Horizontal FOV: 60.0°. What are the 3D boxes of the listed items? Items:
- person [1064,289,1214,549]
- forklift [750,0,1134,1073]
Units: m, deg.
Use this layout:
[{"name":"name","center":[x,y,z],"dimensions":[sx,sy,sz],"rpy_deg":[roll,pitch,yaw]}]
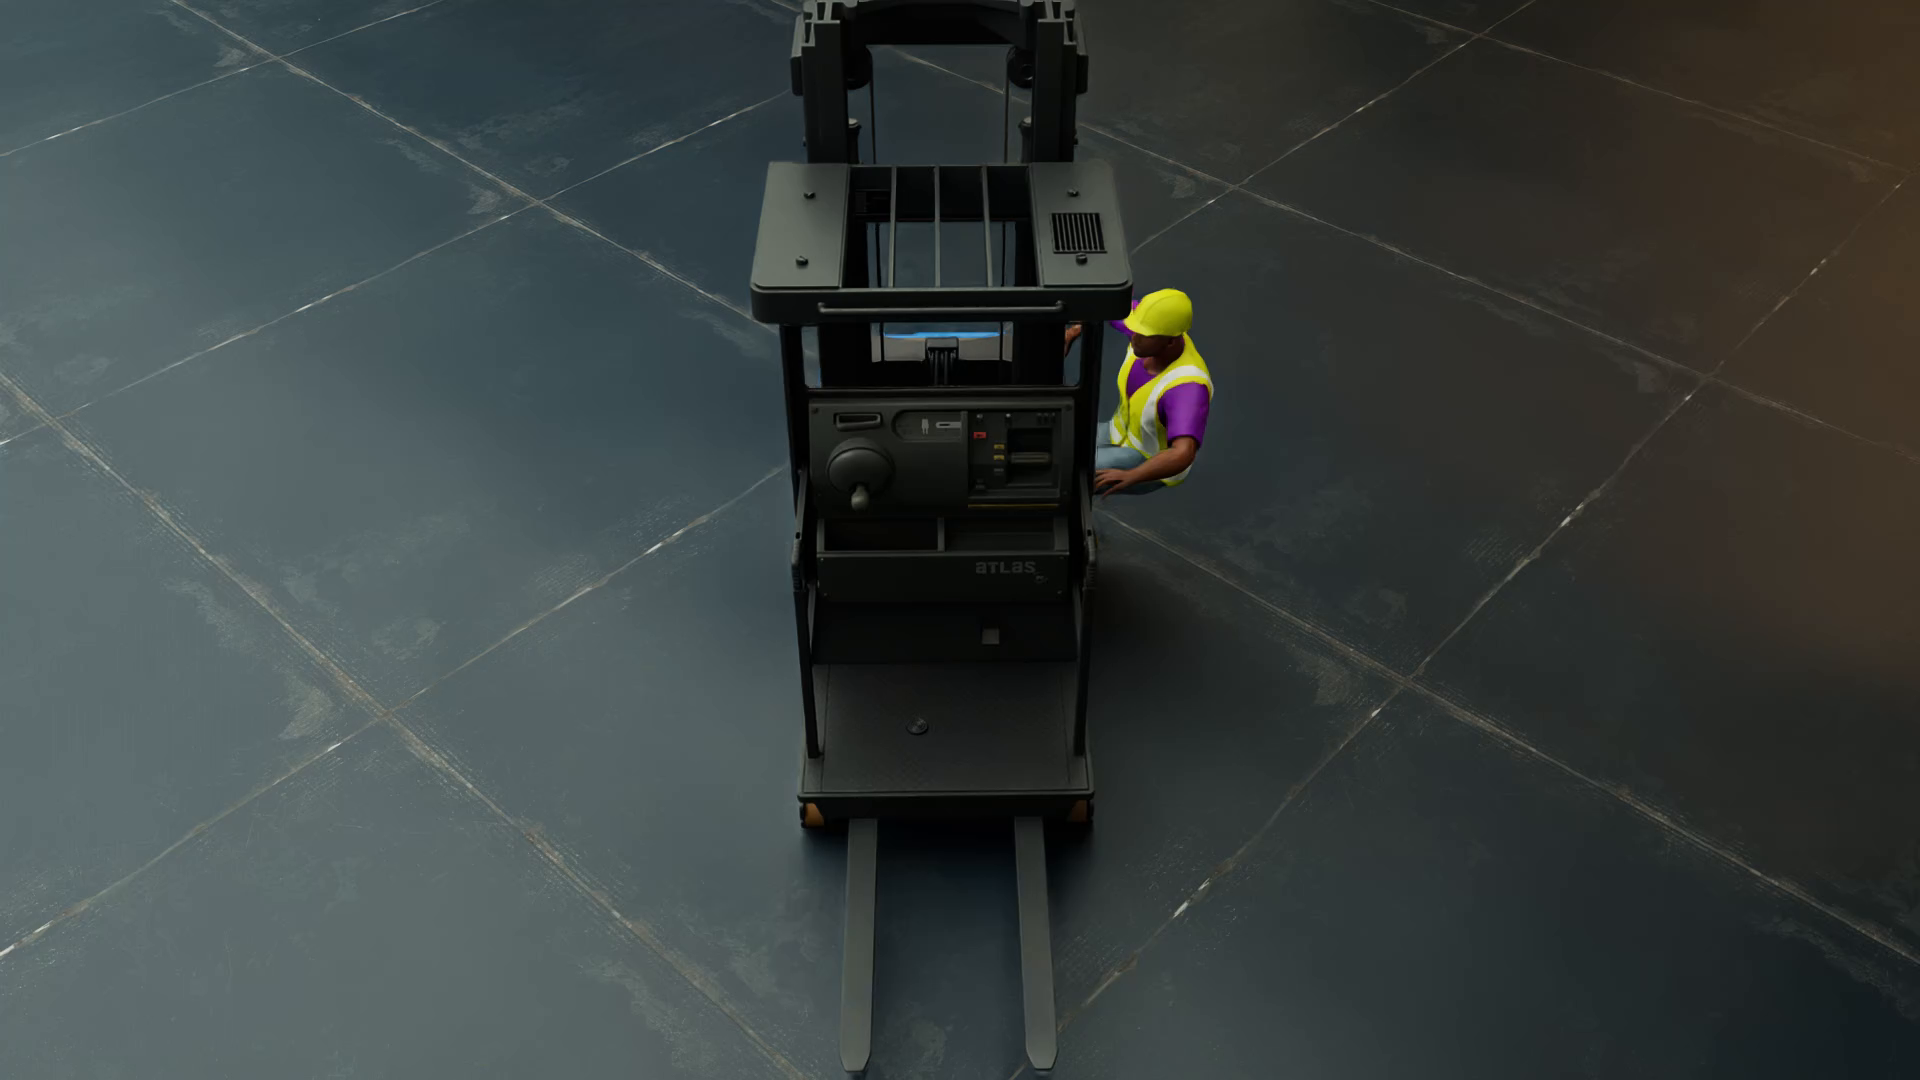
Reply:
[{"name":"person","center":[0.569,-0.392,6.944],"dimensions":[0.863,1.491,1.108],"rpy_deg":[-18,44,-20]},{"name":"forklift","center":[-0.057,-0.223,5.688],"dimensions":[1.130,2.935,3.031],"rpy_deg":[-1,41,-1]}]
